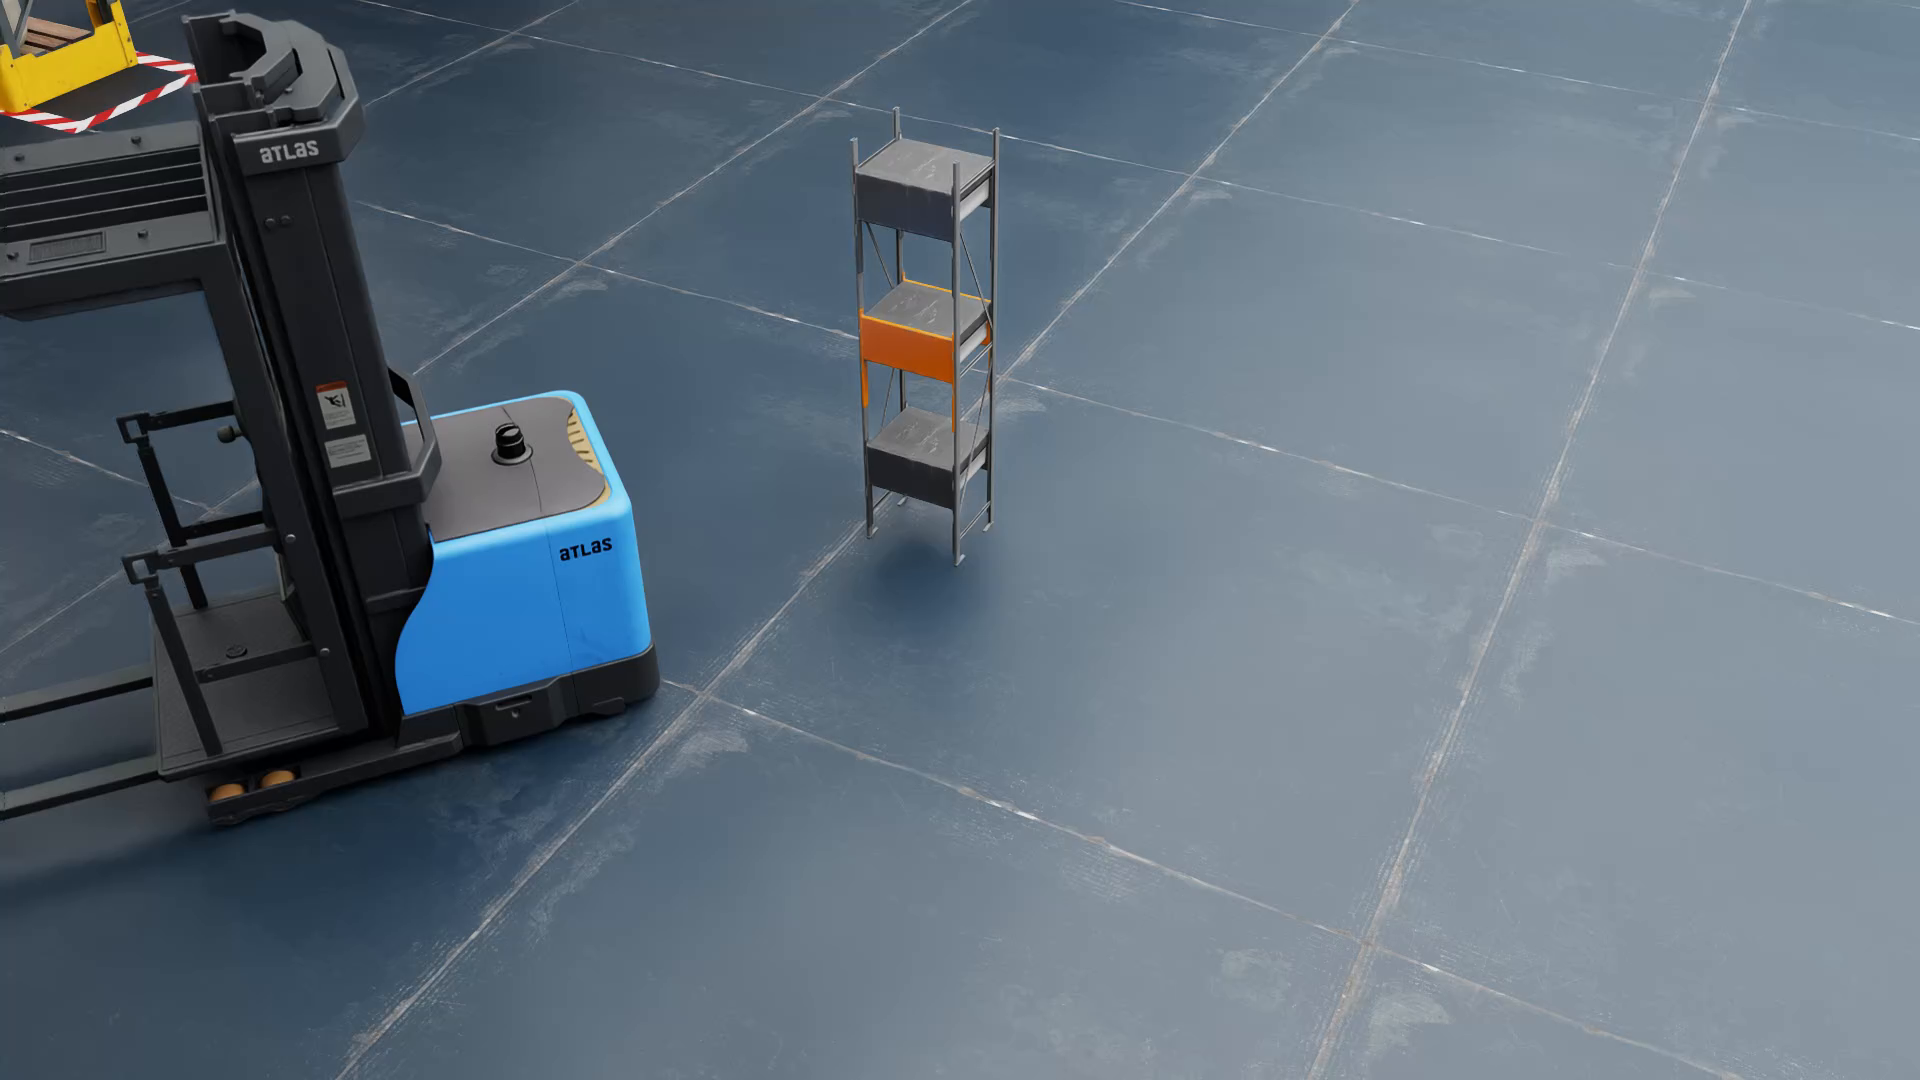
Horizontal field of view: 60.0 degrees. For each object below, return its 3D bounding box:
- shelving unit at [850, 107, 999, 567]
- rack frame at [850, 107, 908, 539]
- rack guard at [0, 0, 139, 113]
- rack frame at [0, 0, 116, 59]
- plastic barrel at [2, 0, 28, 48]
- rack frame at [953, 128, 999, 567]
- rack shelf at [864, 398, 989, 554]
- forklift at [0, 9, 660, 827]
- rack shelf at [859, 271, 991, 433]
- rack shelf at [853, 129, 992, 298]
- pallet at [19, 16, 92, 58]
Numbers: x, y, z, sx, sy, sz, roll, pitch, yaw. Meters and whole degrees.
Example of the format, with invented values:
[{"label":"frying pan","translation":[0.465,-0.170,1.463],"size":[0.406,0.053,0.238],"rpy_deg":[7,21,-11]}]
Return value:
[{"label":"shelving unit","translation":[-0.147,-0.882,7.676],"size":[0.503,2.100,0.431],"rpy_deg":[17,41,21]},{"label":"rack frame","translation":[-0.364,-0.950,7.765],"size":[0.015,2.100,0.400],"rpy_deg":[17,41,21]},{"label":"rack guard","translation":[-6.950,-3.747,12.773],"size":[0.348,0.500,1.175],"rpy_deg":[17,41,21]},{"label":"rack frame","translation":[-6.860,-4.747,12.023],"size":[0.127,3.000,1.000],"rpy_deg":[17,41,21]},{"label":"plastic barrel","translation":[-7.480,-4.065,12.835],"size":[0.421,0.512,0.421],"rpy_deg":[0,37,0]},{"label":"rack frame","translation":[0.070,-0.815,7.586],"size":[0.015,2.100,0.400],"rpy_deg":[17,41,21]},{"label":"rack shelf","translation":[-0.147,-0.314,8.107],"size":[0.480,0.518,0.431],"rpy_deg":[17,41,21]},{"label":"forklift","translation":[-2.883,-0.380,6.326],"size":[3.031,2.935,1.130],"rpy_deg":[-14,40,-18]},{"label":"rack shelf","translation":[-0.147,-0.872,7.684],"size":[0.480,0.518,0.431],"rpy_deg":[17,41,21]},{"label":"rack shelf","translation":[-0.147,-1.429,7.261],"size":[0.480,0.518,0.431],"rpy_deg":[17,41,21]},{"label":"pallet","translation":[-7.668,-3.861,13.162],"size":[1.213,0.211,1.003],"rpy_deg":[17,41,21]}]
